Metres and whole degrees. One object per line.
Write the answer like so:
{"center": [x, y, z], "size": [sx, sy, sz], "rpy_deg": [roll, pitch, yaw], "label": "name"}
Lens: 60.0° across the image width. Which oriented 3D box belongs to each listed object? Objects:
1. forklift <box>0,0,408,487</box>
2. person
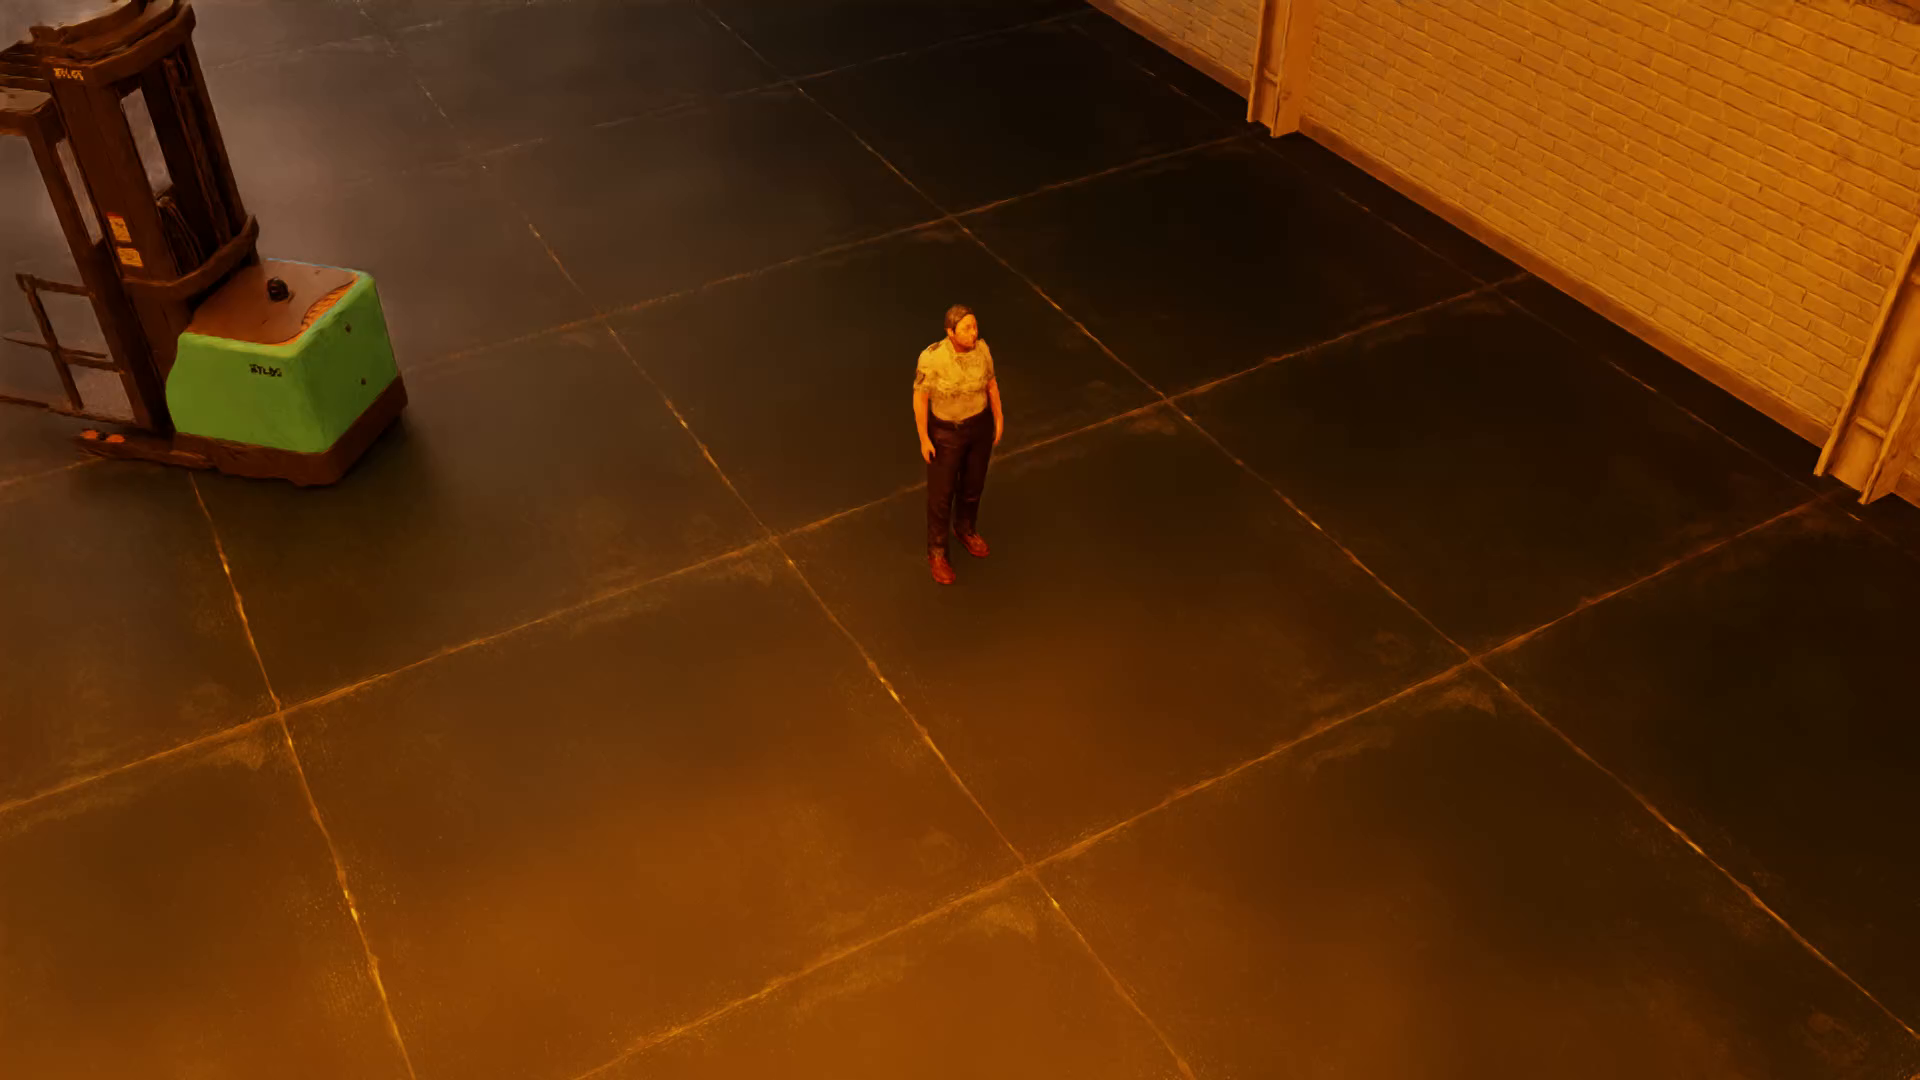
{"center": [-5.345, -1.975, 10.418], "size": [3.031, 2.935, 1.130], "rpy_deg": [9, 41, 11], "label": "forklift"}
{"center": [0.025, -0.583, 9.733], "size": [0.599, 1.650, 0.502], "rpy_deg": [-20, 44, -23], "label": "person"}
